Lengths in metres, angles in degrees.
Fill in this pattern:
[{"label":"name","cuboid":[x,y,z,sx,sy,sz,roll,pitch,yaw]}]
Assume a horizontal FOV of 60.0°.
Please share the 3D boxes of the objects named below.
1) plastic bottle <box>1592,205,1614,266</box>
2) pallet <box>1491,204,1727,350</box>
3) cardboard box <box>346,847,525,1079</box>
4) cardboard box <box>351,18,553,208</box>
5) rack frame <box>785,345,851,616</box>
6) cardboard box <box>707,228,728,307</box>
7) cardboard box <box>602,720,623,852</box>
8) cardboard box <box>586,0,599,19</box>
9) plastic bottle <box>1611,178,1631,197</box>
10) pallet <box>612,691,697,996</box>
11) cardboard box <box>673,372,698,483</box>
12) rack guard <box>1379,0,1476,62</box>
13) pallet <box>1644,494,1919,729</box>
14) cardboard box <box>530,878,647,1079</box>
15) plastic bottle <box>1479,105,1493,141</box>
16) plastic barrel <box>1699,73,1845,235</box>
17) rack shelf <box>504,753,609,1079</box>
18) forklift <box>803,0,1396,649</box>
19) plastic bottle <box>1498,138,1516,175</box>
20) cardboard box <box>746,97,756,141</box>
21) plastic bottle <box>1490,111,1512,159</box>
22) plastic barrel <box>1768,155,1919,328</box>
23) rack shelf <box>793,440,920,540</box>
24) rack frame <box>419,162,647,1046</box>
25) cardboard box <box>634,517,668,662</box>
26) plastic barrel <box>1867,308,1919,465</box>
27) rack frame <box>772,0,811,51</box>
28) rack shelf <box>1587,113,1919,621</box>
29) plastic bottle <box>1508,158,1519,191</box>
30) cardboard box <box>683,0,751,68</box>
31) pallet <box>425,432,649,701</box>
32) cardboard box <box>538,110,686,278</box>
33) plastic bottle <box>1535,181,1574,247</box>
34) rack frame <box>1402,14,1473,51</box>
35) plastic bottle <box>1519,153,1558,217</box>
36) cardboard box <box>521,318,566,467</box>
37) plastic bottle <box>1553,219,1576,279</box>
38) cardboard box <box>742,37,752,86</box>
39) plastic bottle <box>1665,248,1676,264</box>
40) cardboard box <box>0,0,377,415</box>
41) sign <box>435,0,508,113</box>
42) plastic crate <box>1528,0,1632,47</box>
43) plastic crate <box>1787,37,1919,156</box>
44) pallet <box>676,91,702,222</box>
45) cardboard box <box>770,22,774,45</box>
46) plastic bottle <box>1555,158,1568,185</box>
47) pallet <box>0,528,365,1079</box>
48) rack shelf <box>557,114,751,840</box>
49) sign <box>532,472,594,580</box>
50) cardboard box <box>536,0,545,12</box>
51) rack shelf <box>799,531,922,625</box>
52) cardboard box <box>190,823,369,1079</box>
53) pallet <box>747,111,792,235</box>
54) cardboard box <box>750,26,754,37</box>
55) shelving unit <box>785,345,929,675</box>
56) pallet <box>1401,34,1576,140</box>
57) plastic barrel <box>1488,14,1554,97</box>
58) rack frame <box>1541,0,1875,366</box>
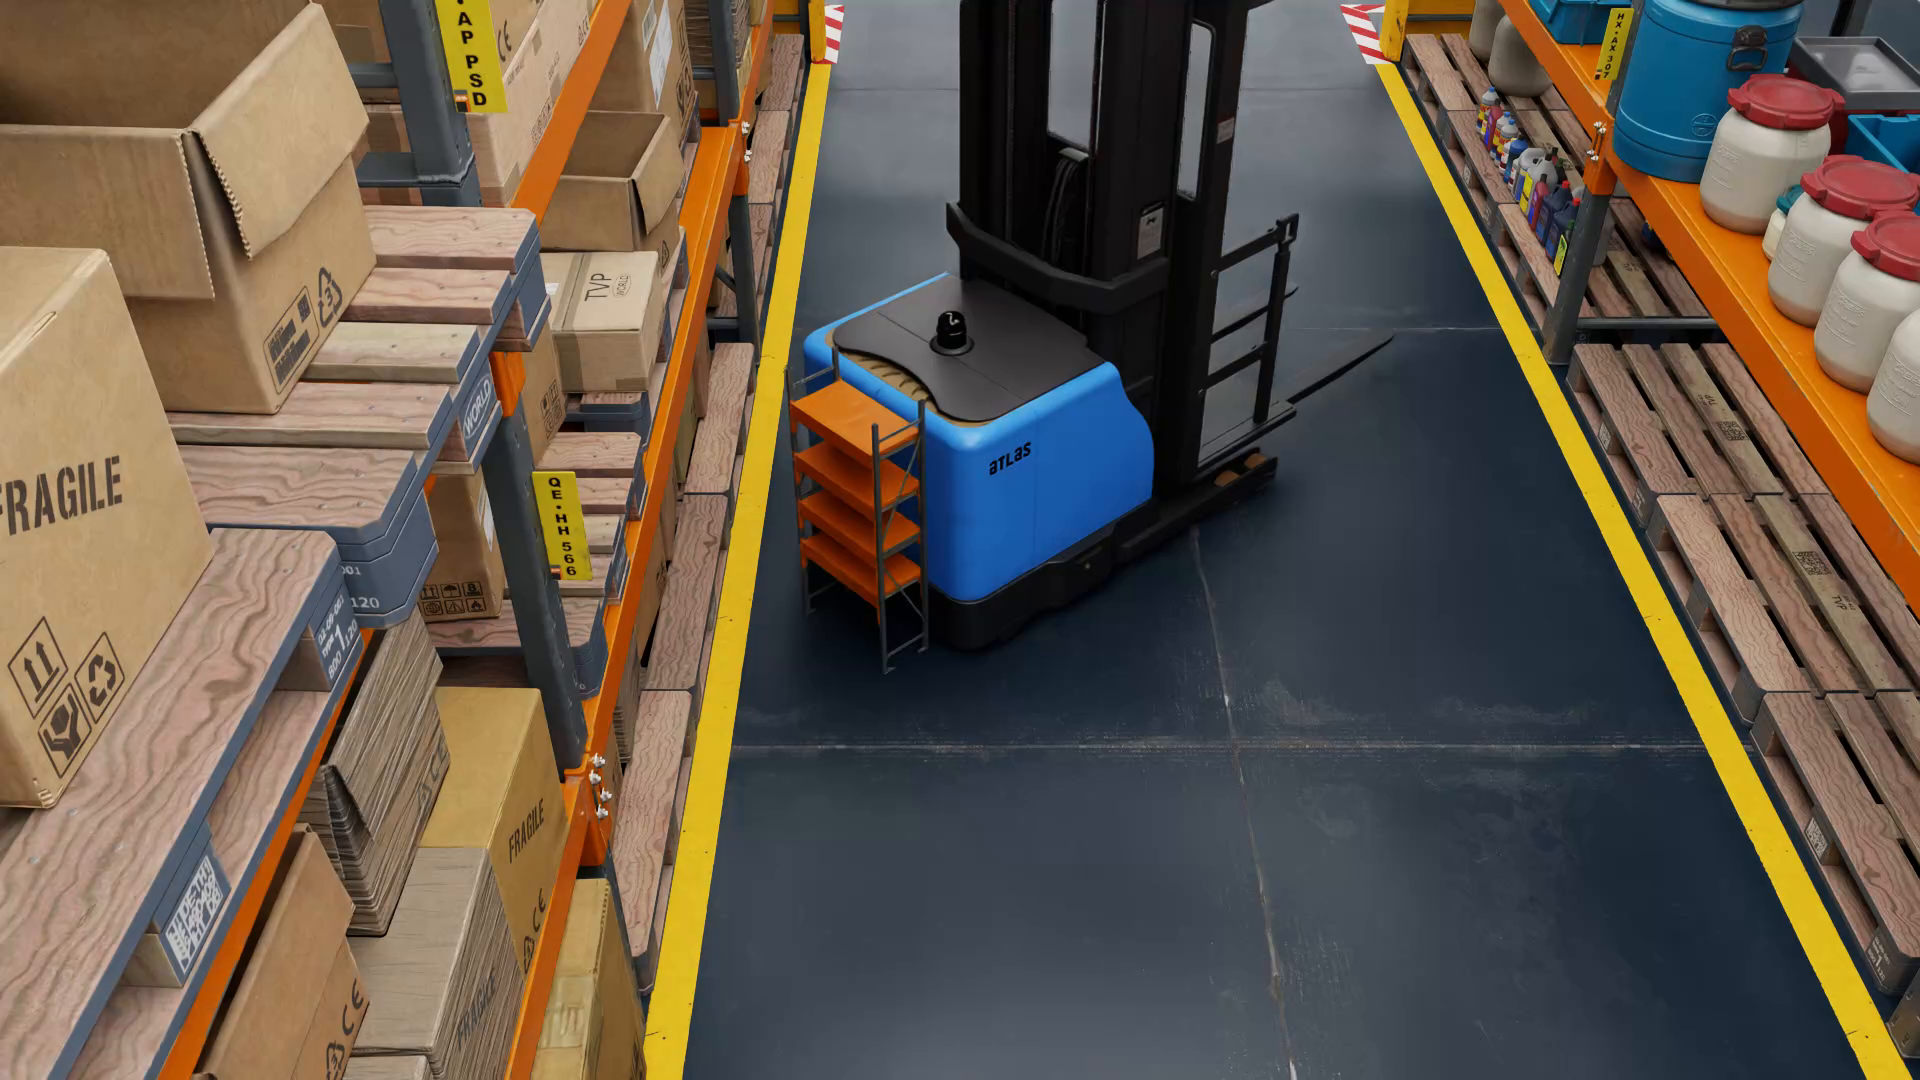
[{"label":"plastic bottle","cuboid":[3.304,-1.621,8.641,0.144,0.351,0.185,0,39,0]},{"label":"pallet","cuboid":[3.489,-1.413,8.844,1.003,0.211,1.213,0,39,0]},{"label":"cardboard box","cuboid":[-1.257,1.005,3.517,0.500,0.500,0.500,0,39,0]},{"label":"cardboard box","cuboid":[-1.246,-0.982,3.798,0.500,0.250,0.500,1,39,1]},{"label":"rack frame","cuboid":[-0.550,-0.210,6.553,0.240,1.200,0.015,-30,47,-32]},{"label":"cardboard box","cuboid":[-1.465,-1.516,8.406,0.500,0.500,0.500,-1,39,-1]},{"label":"cardboard box","cuboid":[-1.521,0.809,5.489,0.700,0.500,0.500,-2,39,-2]},{"label":"cardboard box","cuboid":[-1.256,-1.624,4.600,0.500,0.250,0.500,1,39,1]},{"label":"plastic bottle","cuboid":[3.714,-2.063,9.251,0.152,0.276,0.135,0,39,0]},{"label":"pallet","cuboid":[-1.499,1.024,5.804,1.003,0.211,1.213,0,39,0]},{"label":"cardboard box","cuboid":[-1.544,-0.591,7.236,0.700,0.500,0.500,0,39,0]},{"label":"rack guard","cuboid":[3.491,-3.559,11.292,1.175,0.500,0.348,0,39,0]},{"label":"pallet","cuboid":[3.492,0.263,6.753,1.003,0.211,1.213,0,39,0]},{"label":"cardboard box","cuboid":[-1.520,1.521,4.317,1.225,0.875,0.875,-2,39,-2]},{"label":"plastic bottle","cuboid":[3.134,-2.463,9.811,0.097,0.201,0.097,0,39,0]},{"label":"plastic barrel","cuboid":[3.230,-1.535,6.659,0.433,0.535,0.433,0,39,0]},{"label":"rack shelf","cuboid":[-1.498,1.956,2.986,1.077,0.370,4.000,0,39,0]},{"label":"forklift","cuboid":[0.795,-1.505,6.784,3.031,2.935,1.130,-30,47,-32]},{"label":"plastic bottle","cuboid":[3.135,-2.189,9.469,0.097,0.201,0.097,0,39,0]},{"label":"cardboard box","cuboid":[-1.508,-2.611,9.773,0.500,0.500,0.500,3,39,4]},{"label":"plastic bottle","cuboid":[3.135,-2.341,9.602,0.097,0.271,0.097,0,39,0]},{"label":"plastic barrel","cuboid":[3.231,-1.077,6.086,0.433,0.535,0.433,0,39,0]},{"label":"rack shelf","cuboid":[-0.384,-0.220,6.315,0.258,0.148,0.480,-30,47,-32]},{"label":"rack frame","cuboid":[-1.500,0.424,4.322,1.000,3.000,0.127,0,39,0]},{"label":"cardboard box","cuboid":[-1.542,0.108,6.364,0.700,0.500,0.500,3,39,4]},{"label":"plastic barrel","cuboid":[3.238,-0.530,5.423,0.421,0.512,0.421,0,39,0]},{"label":"rack frame","cuboid":[-1.509,-4.579,10.565,1.000,3.000,0.127,0,39,0]},{"label":"rack shelf","cuboid":[3.451,-0.549,6.112,1.077,0.370,4.000,0,39,0]},{"label":"plastic bottle","cuboid":[3.135,-2.060,9.308,0.097,0.201,0.097,0,39,0]},{"label":"cardboard box","cuboid":[-1.443,-2.514,7.670,0.875,0.500,0.500,0,39,0]},{"label":"pallet","cuboid":[-1.607,0.054,4.938,1.213,0.211,1.003,0,39,0]},{"label":"cardboard box","cuboid":[-1.410,-1.197,5.927,0.797,0.503,0.637,4,39,5]},{"label":"plastic bottle","cuboid":[3.159,-1.741,8.791,0.144,0.351,0.185,-2,39,-2]},{"label":"rack frame","cuboid":[3.444,-4.582,10.569,1.000,3.000,0.127,0,39,0]},{"label":"plastic bottle","cuboid":[3.159,-1.943,9.043,0.144,0.351,0.185,0,39,0]},{"label":"cardboard box","cuboid":[-1.641,-0.465,5.016,0.700,0.500,0.500,5,39,7]},{"label":"plastic bottle","cuboid":[3.118,-1.493,8.535,0.061,0.283,0.133,2,39,2]},{"label":"cardboard box","cuboid":[-1.191,-2.270,7.885,0.380,0.149,0.250,0,39,0]},{"label":"plastic bottle","cuboid":[3.752,-1.594,8.660,0.061,0.283,0.133,0,39,0]},{"label":"cardboard box","cuboid":[-1.427,-0.569,2.744,0.797,0.503,0.637,2,39,3]},{"label":"sign","cuboid":[-0.945,-0.974,3.192,0.100,0.325,0.005,0,39,0]},{"label":"plastic crate","cuboid":[3.176,-2.715,8.358,0.499,0.251,0.616,0,39,0]},{"label":"plastic crate","cuboid":[3.755,-1.803,7.050,0.402,0.464,0.583,0,39,0]},{"label":"pallet","cuboid":[-1.649,-1.524,6.907,1.003,0.211,1.213,0,39,0]},{"label":"cardboard box","cuboid":[-1.525,-3.376,10.728,0.500,0.500,0.500,7,39,8]},{"label":"plastic bottle","cuboid":[3.261,-1.933,9.084,0.061,0.283,0.133,0,39,0]},{"label":"pallet","cuboid":[-1.442,0.429,2.068,1.003,0.211,1.213,2,39,2]},{"label":"rack shelf","cuboid":[-1.502,-0.546,6.108,1.077,0.370,4.000,0,39,0]},{"label":"sign","cuboid":[-0.945,-0.030,3.963,0.100,0.325,0.005,0,39,0]},{"label":"cardboard box","cuboid":[-1.240,-1.592,3.959,0.500,0.500,0.500,0,39,0]},{"label":"rack shelf","cuboid":[-0.384,0.110,6.579,0.258,0.148,0.480,-30,47,-32]},{"label":"cardboard box","cuboid":[-1.517,0.859,2.898,0.797,0.503,0.637,1,39,1]},{"label":"pallet","cuboid":[-1.545,-2.174,9.794,1.003,0.211,1.213,0,39,0]},{"label":"cardboard box","cuboid":[-1.229,-2.583,8.275,0.380,0.149,0.250,0,39,0]},{"label":"shelving unit","cuboid":[-0.384,-0.098,6.413,0.258,1.200,0.503,-30,47,-32]},{"label":"pallet","cuboid":[3.486,-2.938,10.748,1.003,0.211,1.213,0,39,0]},{"label":"plastic barrel","cuboid":[3.522,-3.050,10.311,0.421,0.512,0.421,0,39,0]},{"label":"rack frame","cuboid":[3.448,-2.081,7.448,1.000,3.000,0.127,0,39,0]}]
